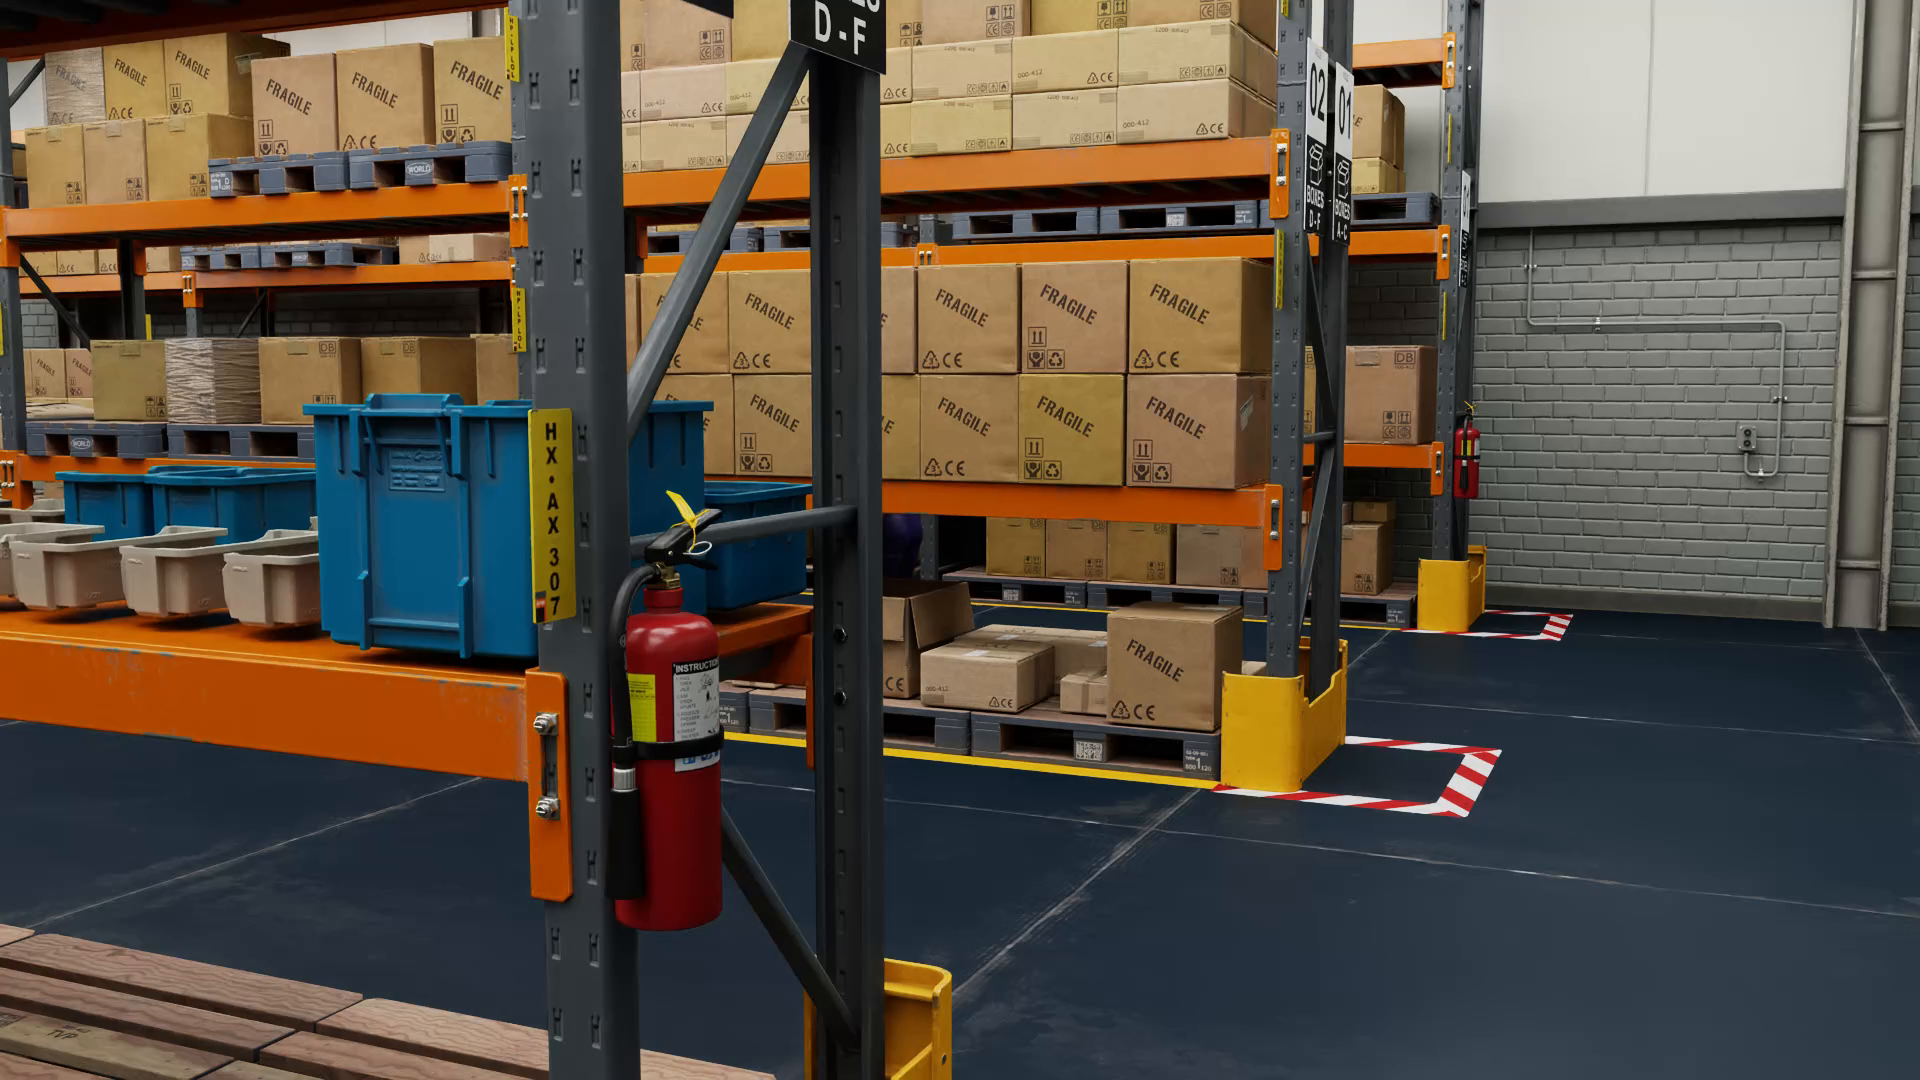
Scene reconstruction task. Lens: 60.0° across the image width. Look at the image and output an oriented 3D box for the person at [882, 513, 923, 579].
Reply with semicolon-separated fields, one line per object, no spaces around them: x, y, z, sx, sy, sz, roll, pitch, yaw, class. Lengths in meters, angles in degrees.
-0.439;-0.028;10.177;0.342;1.645;0.470;3;6;24;person
